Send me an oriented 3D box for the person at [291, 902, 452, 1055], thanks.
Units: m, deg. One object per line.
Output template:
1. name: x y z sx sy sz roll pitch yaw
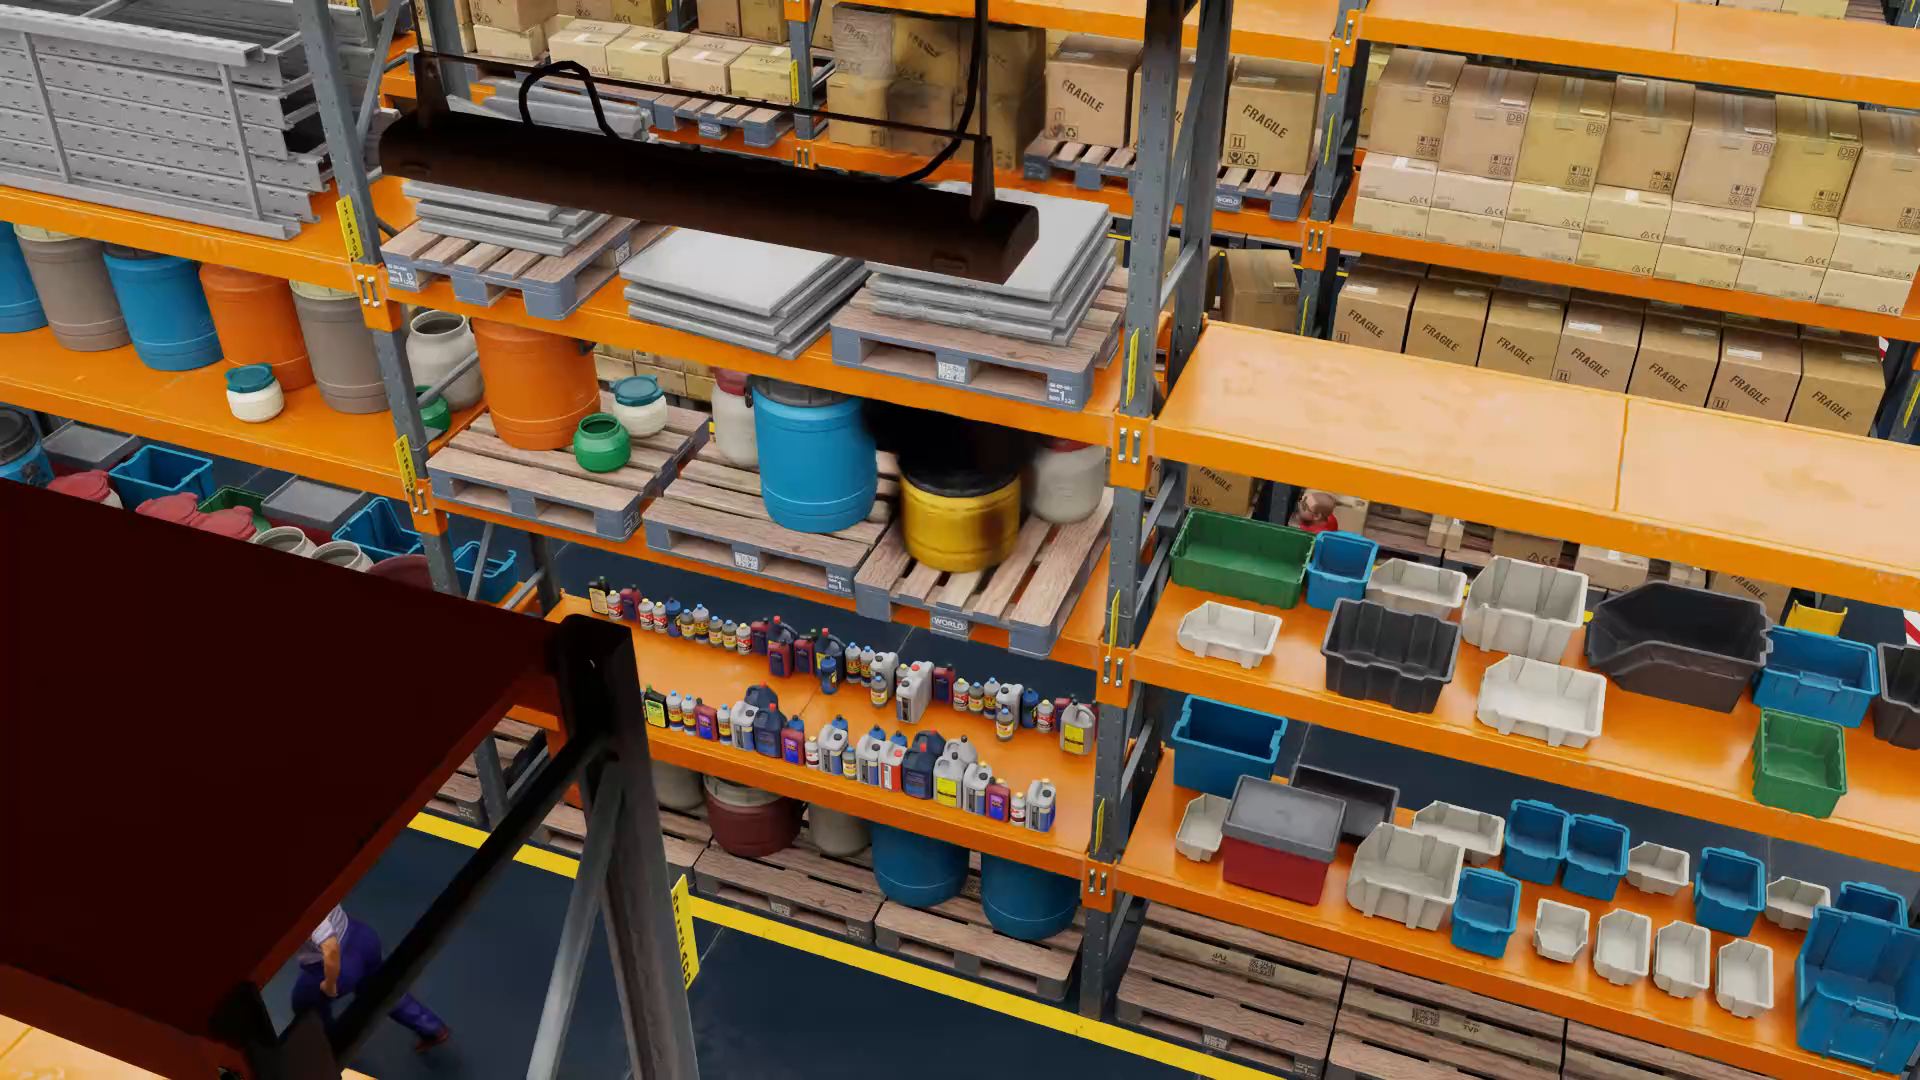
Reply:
1. person: -3.308 2.276 8.952 0.936 1.680 0.628 4 37 5

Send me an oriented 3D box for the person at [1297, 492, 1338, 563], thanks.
1. person: 2.415 0.376 11.492 0.632 1.691 0.664 8 37 11
